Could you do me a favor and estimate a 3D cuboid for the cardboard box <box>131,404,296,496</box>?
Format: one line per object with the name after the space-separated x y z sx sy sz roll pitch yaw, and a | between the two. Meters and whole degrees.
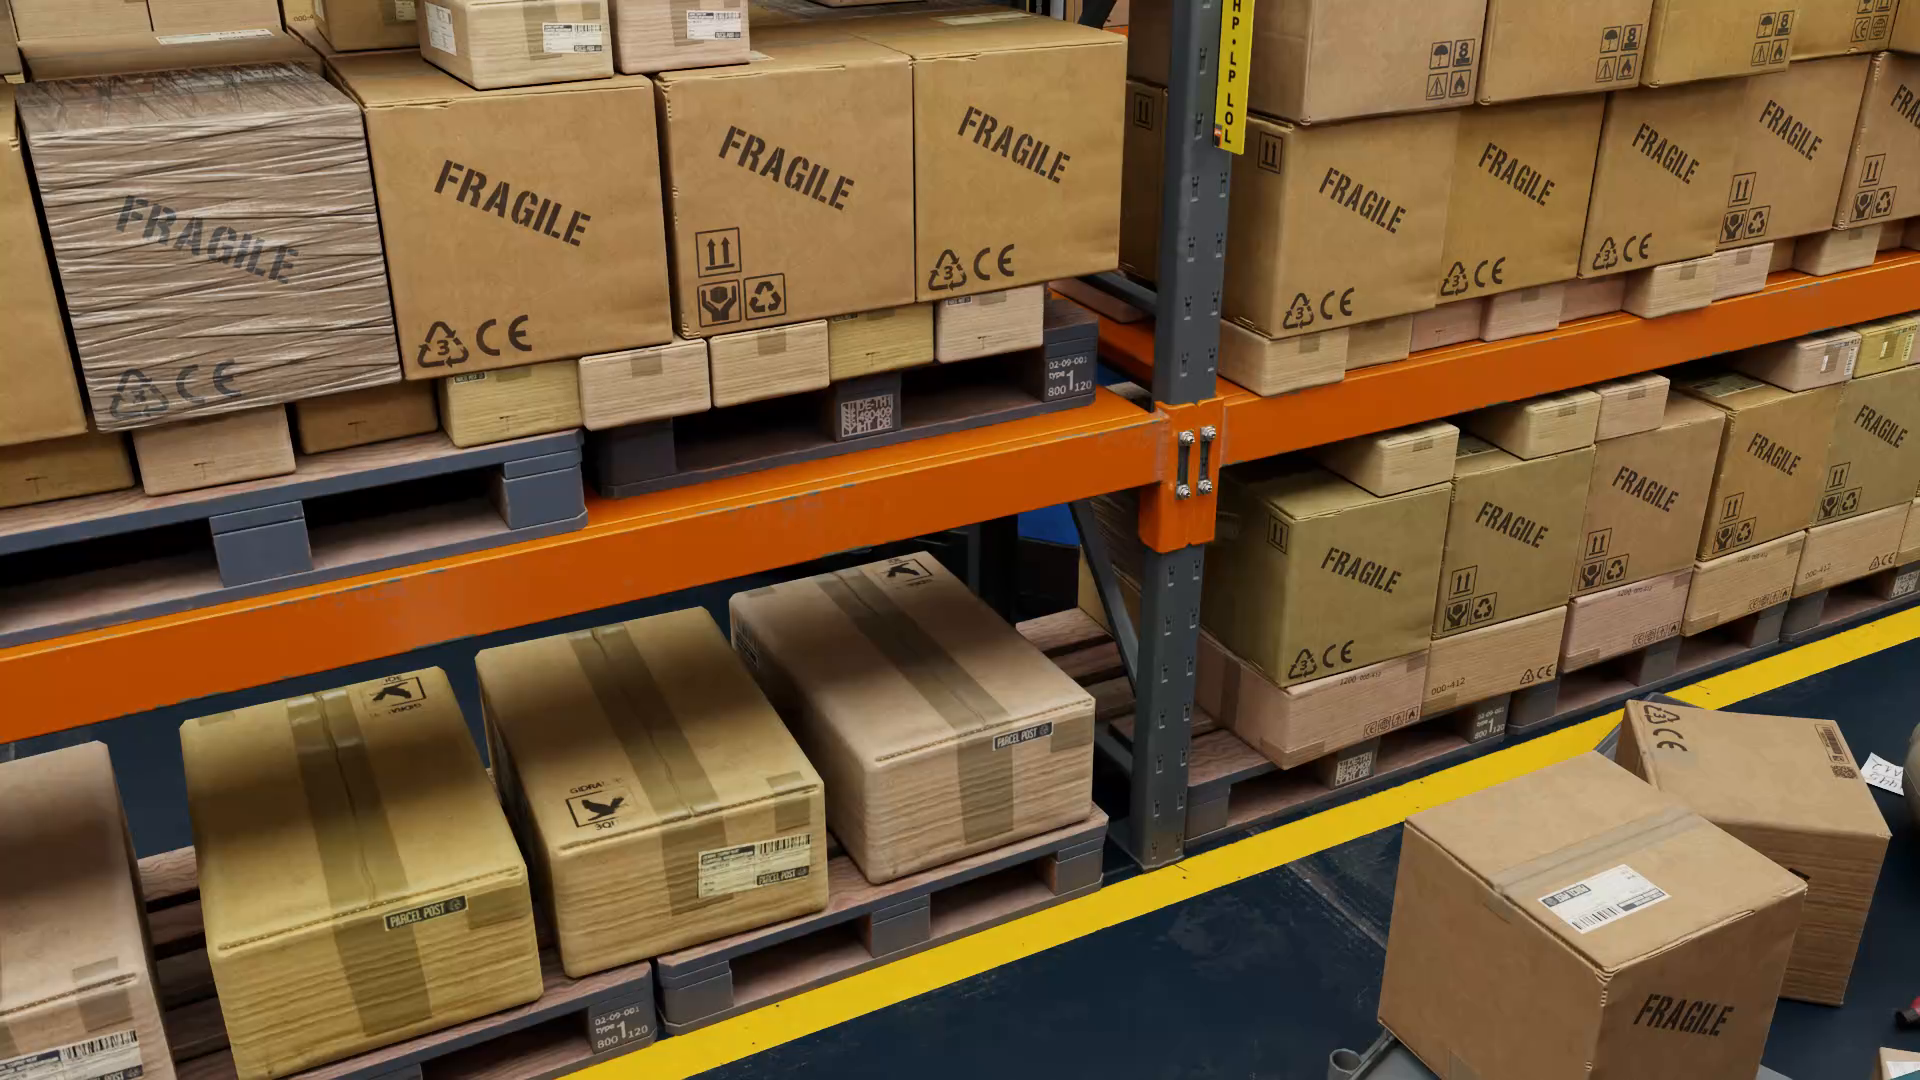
-1.396 -0.237 3.083 0.250 0.149 0.380 -12 28 -23 | cardboard box

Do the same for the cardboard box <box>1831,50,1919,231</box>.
2.603 -1.247 4.923 0.500 0.500 0.500 -13 29 -25 | cardboard box

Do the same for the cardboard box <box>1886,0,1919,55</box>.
2.640 -1.684 4.677 0.500 0.500 0.700 -13 29 -26 | cardboard box

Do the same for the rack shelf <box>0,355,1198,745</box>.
-1.455 0.062 3.487 4.000 0.370 1.077 -13 29 -25 | rack shelf

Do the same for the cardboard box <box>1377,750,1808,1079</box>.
1.174 0.789 3.154 0.500 0.500 0.500 -13 29 -25 | cardboard box

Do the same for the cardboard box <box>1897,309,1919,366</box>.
2.963 -0.702 5.322 0.250 0.149 0.380 -12 28 -24 | cardboard box

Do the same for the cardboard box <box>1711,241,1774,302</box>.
2.081 -0.817 4.777 0.250 0.149 0.380 -13 29 -25 | cardboard box

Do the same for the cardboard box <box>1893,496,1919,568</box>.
3.232 -0.162 5.814 0.500 0.250 0.500 -13 29 -25 | cardboard box

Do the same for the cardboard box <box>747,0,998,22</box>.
-0.239 -1.052 4.032 0.500 0.500 0.500 -12 28 -24 | cardboard box

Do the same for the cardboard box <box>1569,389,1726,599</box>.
1.883 -0.193 5.012 0.500 0.500 0.500 -11 28 -22 | cardboard box

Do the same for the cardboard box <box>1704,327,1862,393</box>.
2.506 -0.599 5.107 0.250 0.149 0.380 -12 28 -23 | cardboard box

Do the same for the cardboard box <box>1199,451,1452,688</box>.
0.958 0.025 4.557 0.500 0.500 0.500 -12 28 -23 | cardboard box

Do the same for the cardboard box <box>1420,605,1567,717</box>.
1.423 0.250 4.955 0.500 0.250 0.500 -11 28 -22 | cardboard box

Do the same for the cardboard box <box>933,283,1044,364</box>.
-0.014 -0.536 3.705 0.250 0.149 0.380 -13 28 -24 | cardboard box

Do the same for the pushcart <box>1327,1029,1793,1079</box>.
1.427 1.373 2.955 1.648 0.377 0.936 21 33 37 | pushcart

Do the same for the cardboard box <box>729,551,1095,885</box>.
-0.152 0.433 4.433 0.625 0.372 0.950 -13 28 -24 | cardboard box

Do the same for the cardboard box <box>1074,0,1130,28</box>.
0.728 -3.122 9.171 0.500 0.500 0.500 -12 28 -23 | cardboard box

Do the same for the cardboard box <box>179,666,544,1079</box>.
-1.397 0.723 3.829 0.625 0.372 0.950 -12 28 -23 | cardboard box

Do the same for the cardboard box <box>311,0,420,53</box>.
-1.182 -1.110 3.401 0.250 0.149 0.380 -11 28 -22 | cardboard box

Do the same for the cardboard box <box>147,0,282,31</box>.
-3.246 -2.316 7.203 0.500 0.250 0.500 -12 28 -24 | cardboard box

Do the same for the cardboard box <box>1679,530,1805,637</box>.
2.333 0.044 5.384 0.500 0.250 0.500 -14 29 -27 | cardboard box

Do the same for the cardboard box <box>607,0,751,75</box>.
-0.593 -1.005 3.184 0.250 0.149 0.380 -14 29 -27 | cardboard box

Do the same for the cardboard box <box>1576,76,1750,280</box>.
1.710 -1.041 4.493 0.500 0.500 0.500 -13 29 -26 | cardboard box

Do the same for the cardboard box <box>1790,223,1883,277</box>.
2.514 -0.926 5.004 0.250 0.149 0.380 -13 29 -26 | cardboard box

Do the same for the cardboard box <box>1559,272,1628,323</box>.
1.612 -0.739 4.613 0.250 0.149 0.380 -13 29 -25 | cardboard box

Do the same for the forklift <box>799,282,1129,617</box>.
-0.695 -1.455 5.895 3.031 2.935 1.130 10 28 20 | forklift

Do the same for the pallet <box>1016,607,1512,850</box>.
0.886 0.437 5.096 1.213 0.211 1.003 -13 29 -25 | pallet

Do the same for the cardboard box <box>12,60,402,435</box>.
-1.347 -0.545 2.976 0.500 0.500 0.500 -14 29 -27 | cardboard box

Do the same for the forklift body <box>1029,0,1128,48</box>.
0.686 -1.914 7.751 1.214 2.155 2.313 -13 29 -25 | forklift body

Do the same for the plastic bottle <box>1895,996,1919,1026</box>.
2.331 1.108 3.871 0.283 0.061 0.133 -8 27 -16 | plastic bottle

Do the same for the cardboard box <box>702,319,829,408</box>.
-0.466 -0.423 3.470 0.250 0.149 0.380 -14 29 -26 | cardboard box

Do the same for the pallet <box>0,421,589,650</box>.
-1.492 -0.188 3.397 1.213 0.211 1.003 -13 29 -25 | pallet

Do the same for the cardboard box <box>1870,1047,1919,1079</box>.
2.039 1.216 3.410 0.258 0.266 0.396 10 27 20 | cardboard box

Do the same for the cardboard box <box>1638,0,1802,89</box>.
1.717 -1.494 4.282 0.500 0.500 0.700 -14 29 -26 | cardboard box

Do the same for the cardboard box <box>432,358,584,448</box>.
-0.921 -0.333 3.284 0.250 0.149 0.380 -13 29 -25 | cardboard box

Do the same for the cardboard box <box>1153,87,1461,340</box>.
0.829 -0.832 4.059 0.500 0.500 0.500 -13 29 -25 | cardboard box

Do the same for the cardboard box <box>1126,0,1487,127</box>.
0.800 -1.307 3.891 0.500 0.500 0.700 -13 29 -26 | cardboard box

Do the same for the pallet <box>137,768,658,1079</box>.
-1.454 0.996 3.931 1.213 0.211 1.003 -13 29 -25 | pallet

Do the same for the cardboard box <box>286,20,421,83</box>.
-1.123 -0.855 3.620 0.500 0.500 0.500 -13 29 -25 | cardboard box

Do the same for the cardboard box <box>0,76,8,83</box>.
-2.053 -0.635 3.163 0.500 0.500 0.500 -15 30 -29 | cardboard box

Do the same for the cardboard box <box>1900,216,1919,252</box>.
2.990 -1.012 5.181 0.250 0.149 0.380 -12 28 -24 | cardboard box

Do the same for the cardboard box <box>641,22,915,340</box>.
-0.427 -0.755 3.413 0.500 0.500 0.500 -13 28 -25 | cardboard box

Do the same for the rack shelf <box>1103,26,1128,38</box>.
-0.264 -2.648 9.131 4.000 0.370 1.077 -13 29 -25 | rack shelf

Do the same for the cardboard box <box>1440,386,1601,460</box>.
1.549 -0.375 4.641 0.250 0.149 0.380 -12 28 -23 | cardboard box

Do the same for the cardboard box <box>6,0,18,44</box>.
-4.139 -2.106 6.767 0.500 0.250 0.500 -14 29 -26 | cardboard box

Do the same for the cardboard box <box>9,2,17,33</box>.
-3.952 -2.411 7.401 0.500 0.250 0.500 -14 29 -26 | cardboard box

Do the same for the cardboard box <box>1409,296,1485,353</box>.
1.157 -0.635 4.398 0.250 0.149 0.380 -13 29 -25 | cardboard box

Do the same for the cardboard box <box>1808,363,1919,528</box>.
2.796 -0.402 5.447 0.500 0.500 0.500 -12 28 -23 | cardboard box

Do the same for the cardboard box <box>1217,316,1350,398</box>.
0.739 -0.498 4.113 0.250 0.149 0.380 -13 29 -25 | cardboard box

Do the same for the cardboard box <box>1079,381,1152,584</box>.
0.706 -0.181 4.986 0.500 0.500 0.500 -13 29 -26 | cardboard box

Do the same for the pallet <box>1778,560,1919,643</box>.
3.039 -0.060 6.131 1.213 0.211 1.003 -13 29 -25 | pallet
